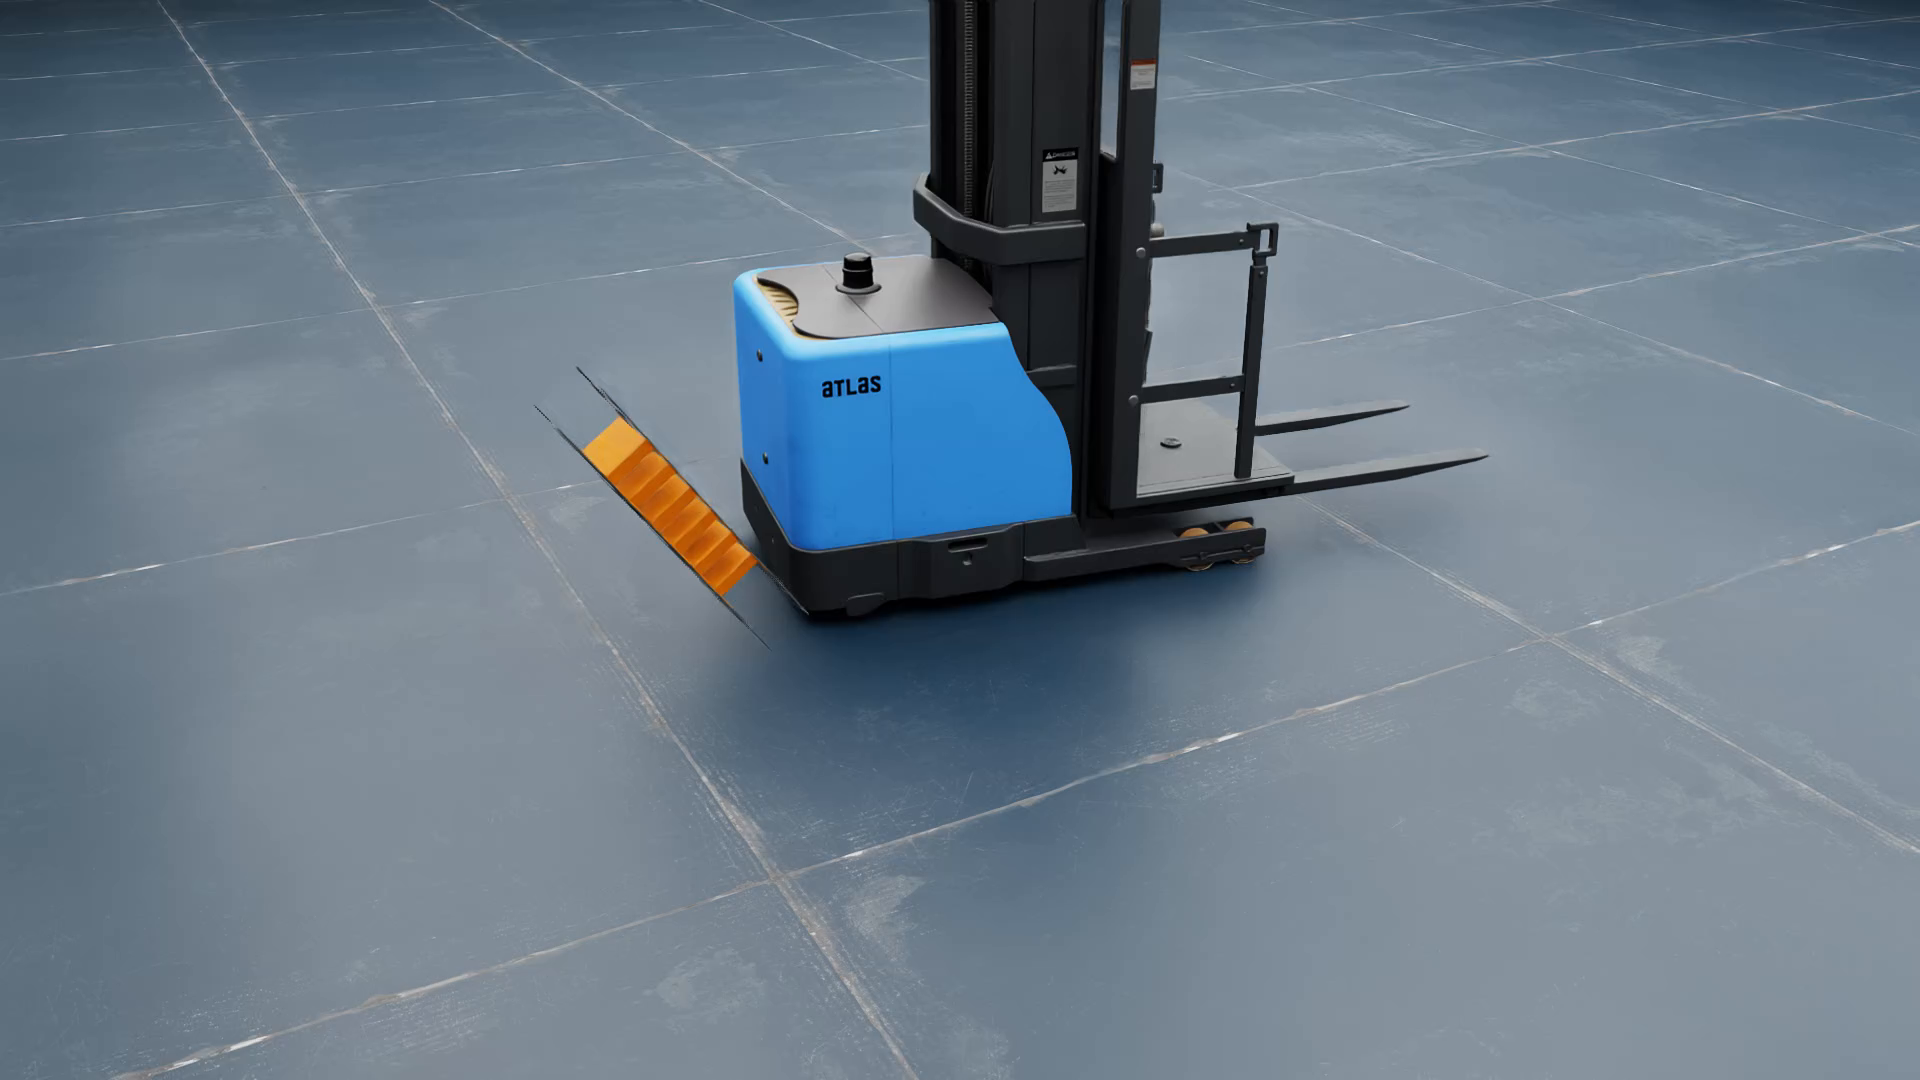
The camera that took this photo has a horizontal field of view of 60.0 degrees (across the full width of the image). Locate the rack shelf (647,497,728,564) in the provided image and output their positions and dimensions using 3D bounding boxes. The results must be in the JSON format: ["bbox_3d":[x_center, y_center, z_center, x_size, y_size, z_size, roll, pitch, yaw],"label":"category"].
[{"bbox_3d":[-0.937,-0.058,5.682,0.180,0.103,0.258,-44,39,-8],"label":"rack shelf"}]

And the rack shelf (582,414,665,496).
[{"bbox_3d":[-1.111,-0.281,5.459,0.180,0.103,0.258,-44,39,-8],"label":"rack shelf"}]

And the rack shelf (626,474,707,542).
[{"bbox_3d":[-0.995,-0.132,5.608,0.180,0.103,0.258,-44,39,-8],"label":"rack shelf"}]

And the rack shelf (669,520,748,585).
[{"bbox_3d":[-0.879,0.016,5.757,0.180,0.103,0.258,-44,39,-8],"label":"rack shelf"}]

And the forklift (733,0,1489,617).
[{"bbox_3d":[0.684,-1.407,6.294,3.031,2.935,1.130,-8,27,-17],"label":"forklift"}]

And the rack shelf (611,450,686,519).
[{"bbox_3d":[-1.053,-0.206,5.534,0.180,0.103,0.258,-44,39,-8],"label":"rack shelf"}]

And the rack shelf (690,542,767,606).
[{"bbox_3d":[-0.821,0.090,5.831,0.180,0.103,0.258,-44,39,-8],"label":"rack shelf"}]

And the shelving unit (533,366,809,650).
[{"bbox_3d":[-0.959,-0.086,5.655,0.189,1.200,0.258,-44,39,-8],"label":"shelving unit"}]

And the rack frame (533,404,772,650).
[{"bbox_3d":[-1.023,-0.022,5.642,0.006,1.200,0.240,-44,39,-8],"label":"rack frame"}]

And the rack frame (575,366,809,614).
[{"bbox_3d":[-0.894,-0.149,5.668,0.006,1.200,0.240,-44,39,-8],"label":"rack frame"}]
